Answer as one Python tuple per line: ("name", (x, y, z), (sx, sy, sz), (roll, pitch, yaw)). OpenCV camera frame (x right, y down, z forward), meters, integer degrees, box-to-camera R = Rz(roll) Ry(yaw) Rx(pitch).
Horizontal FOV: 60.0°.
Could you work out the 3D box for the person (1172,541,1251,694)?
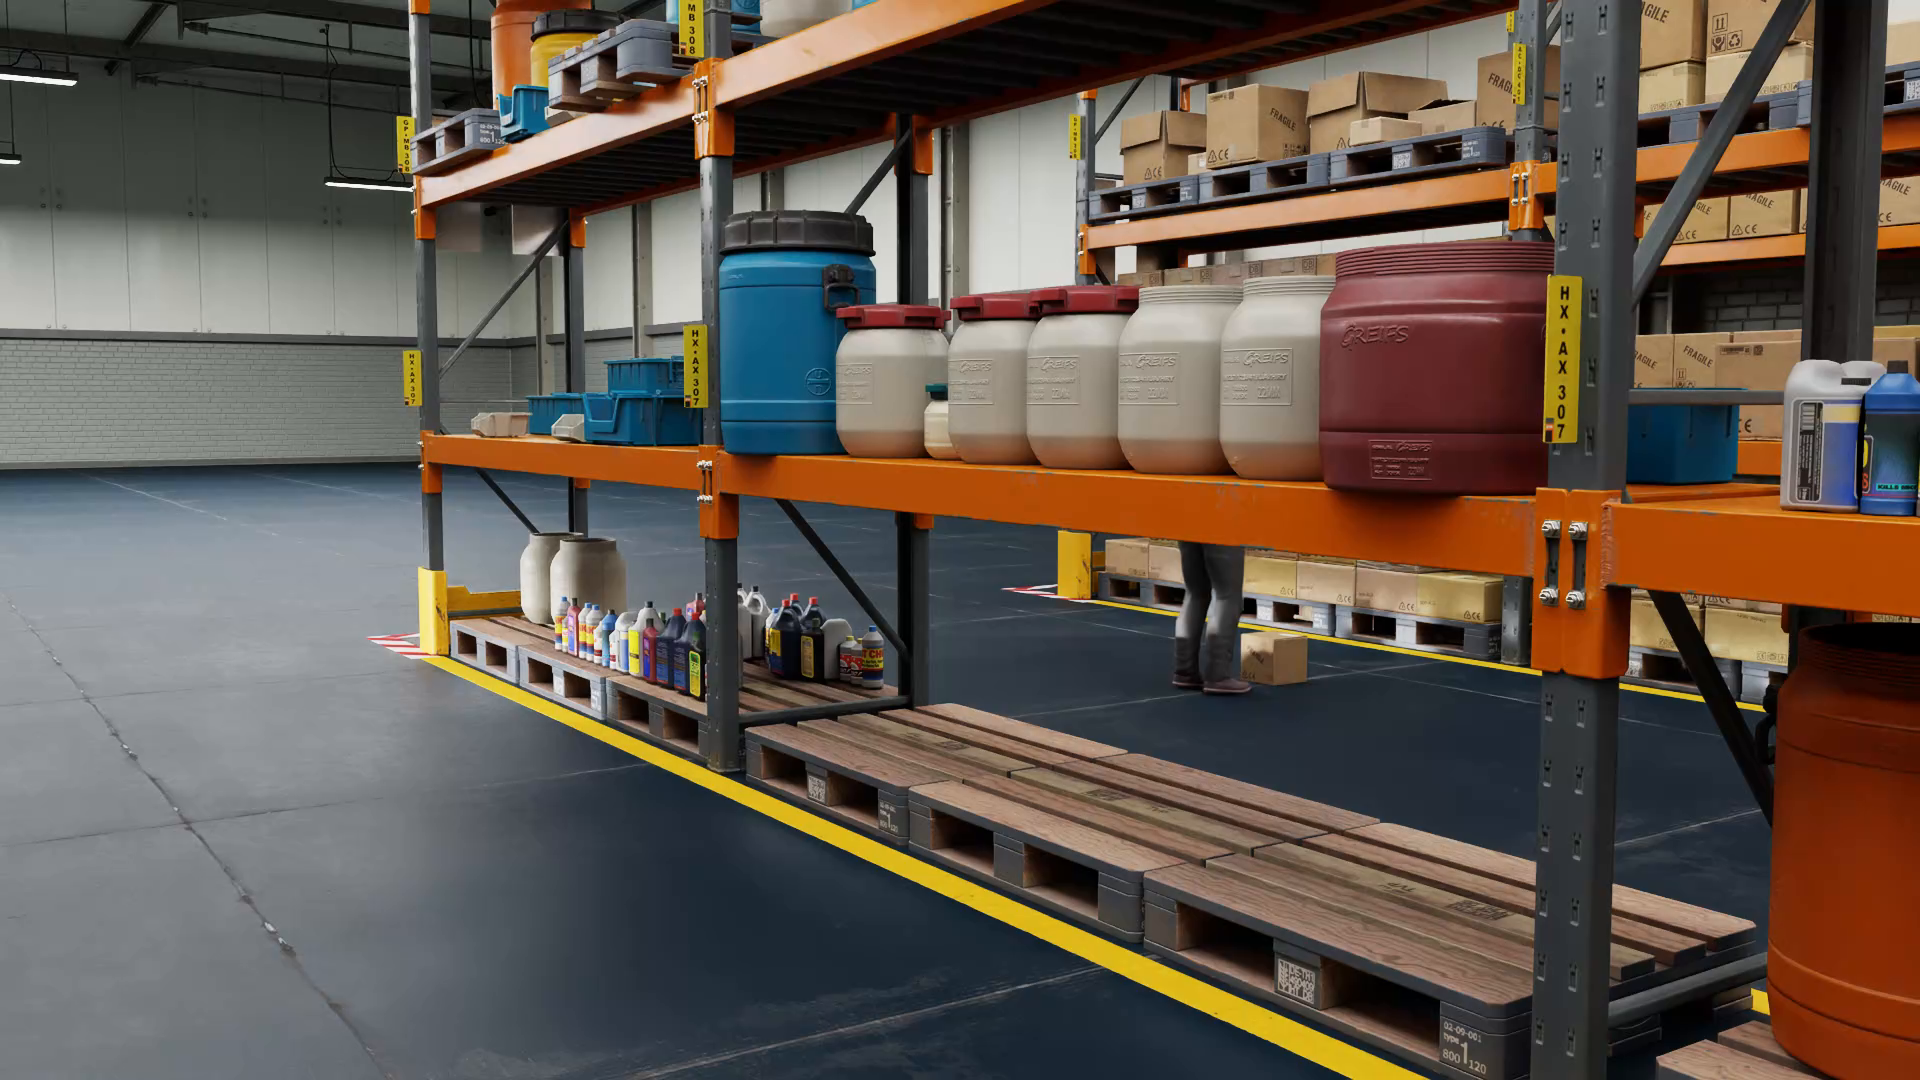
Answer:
("person", (1.295, -0.039, 8.634), (0.304, 1.655, 0.438), (-3, 6, -33))
